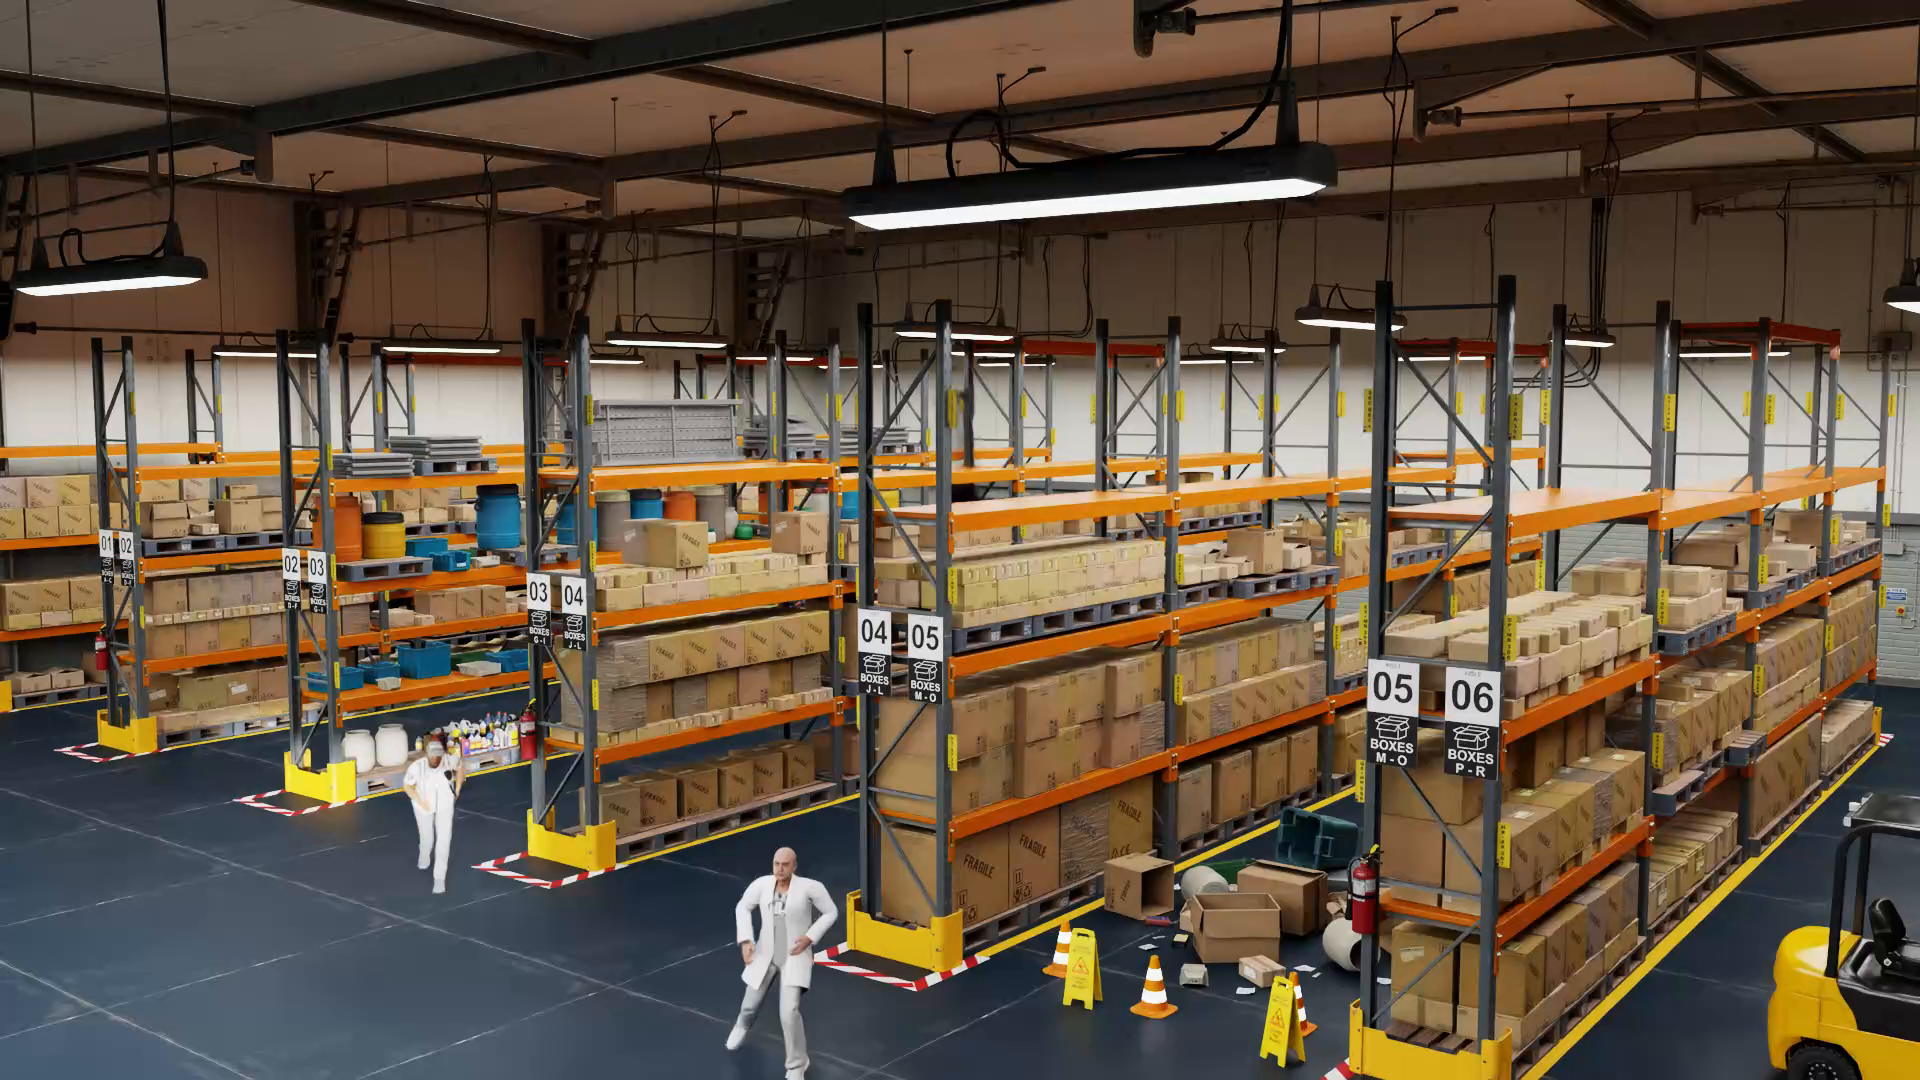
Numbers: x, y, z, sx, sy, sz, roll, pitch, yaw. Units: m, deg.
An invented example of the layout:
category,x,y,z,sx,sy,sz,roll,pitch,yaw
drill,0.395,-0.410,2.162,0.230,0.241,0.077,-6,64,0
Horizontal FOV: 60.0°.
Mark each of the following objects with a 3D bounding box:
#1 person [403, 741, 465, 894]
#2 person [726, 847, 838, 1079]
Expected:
category,x,y,z,sx,sy,sz,roll,pitch,yaw
person,-5.580,2.870,17.631,0.642,1.623,1.030,-3,6,-27
person,-1.391,3.212,12.740,0.920,1.782,0.791,1,5,7
